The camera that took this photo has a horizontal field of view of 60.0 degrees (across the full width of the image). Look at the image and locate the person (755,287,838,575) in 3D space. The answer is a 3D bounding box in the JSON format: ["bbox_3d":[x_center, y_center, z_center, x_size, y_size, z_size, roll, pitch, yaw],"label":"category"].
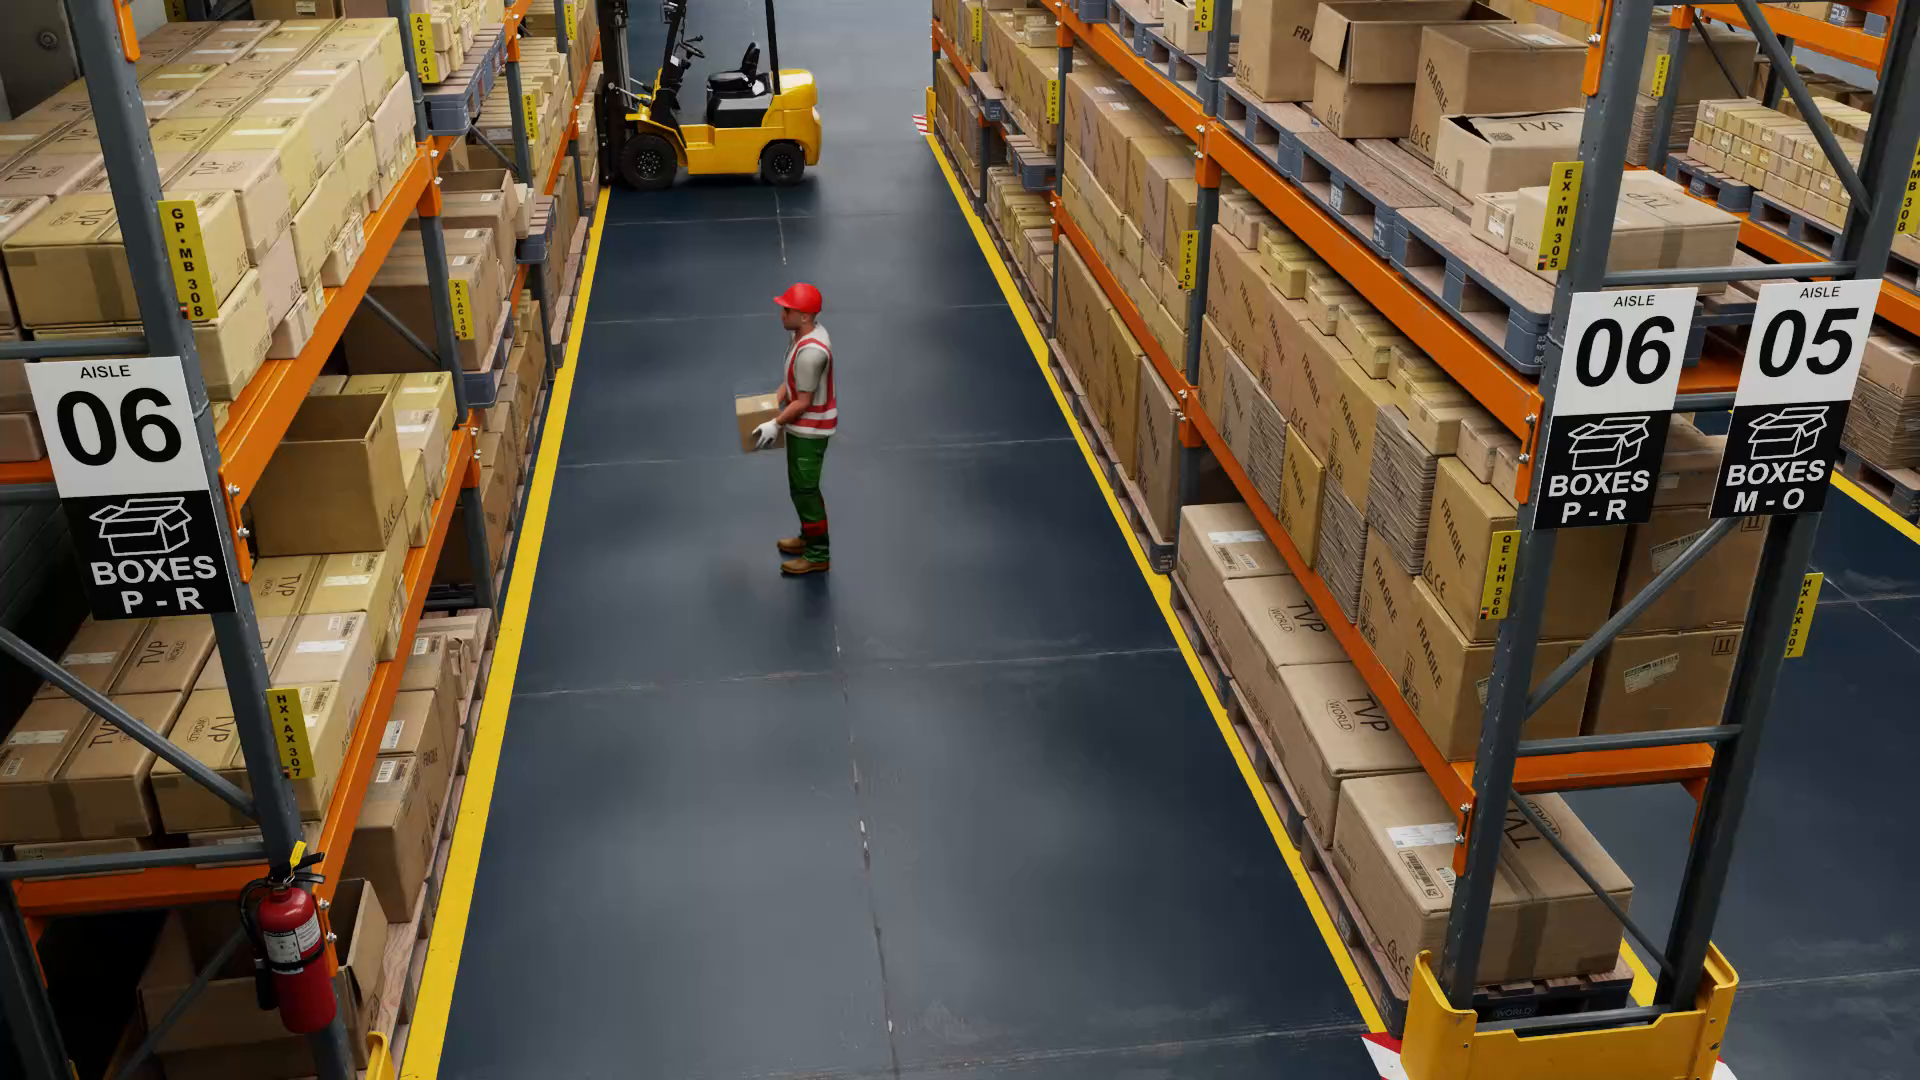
[{"bbox_3d":[-0.952,-0.658,9.897,0.451,1.779,0.607,-4,27,-7],"label":"person"}]
